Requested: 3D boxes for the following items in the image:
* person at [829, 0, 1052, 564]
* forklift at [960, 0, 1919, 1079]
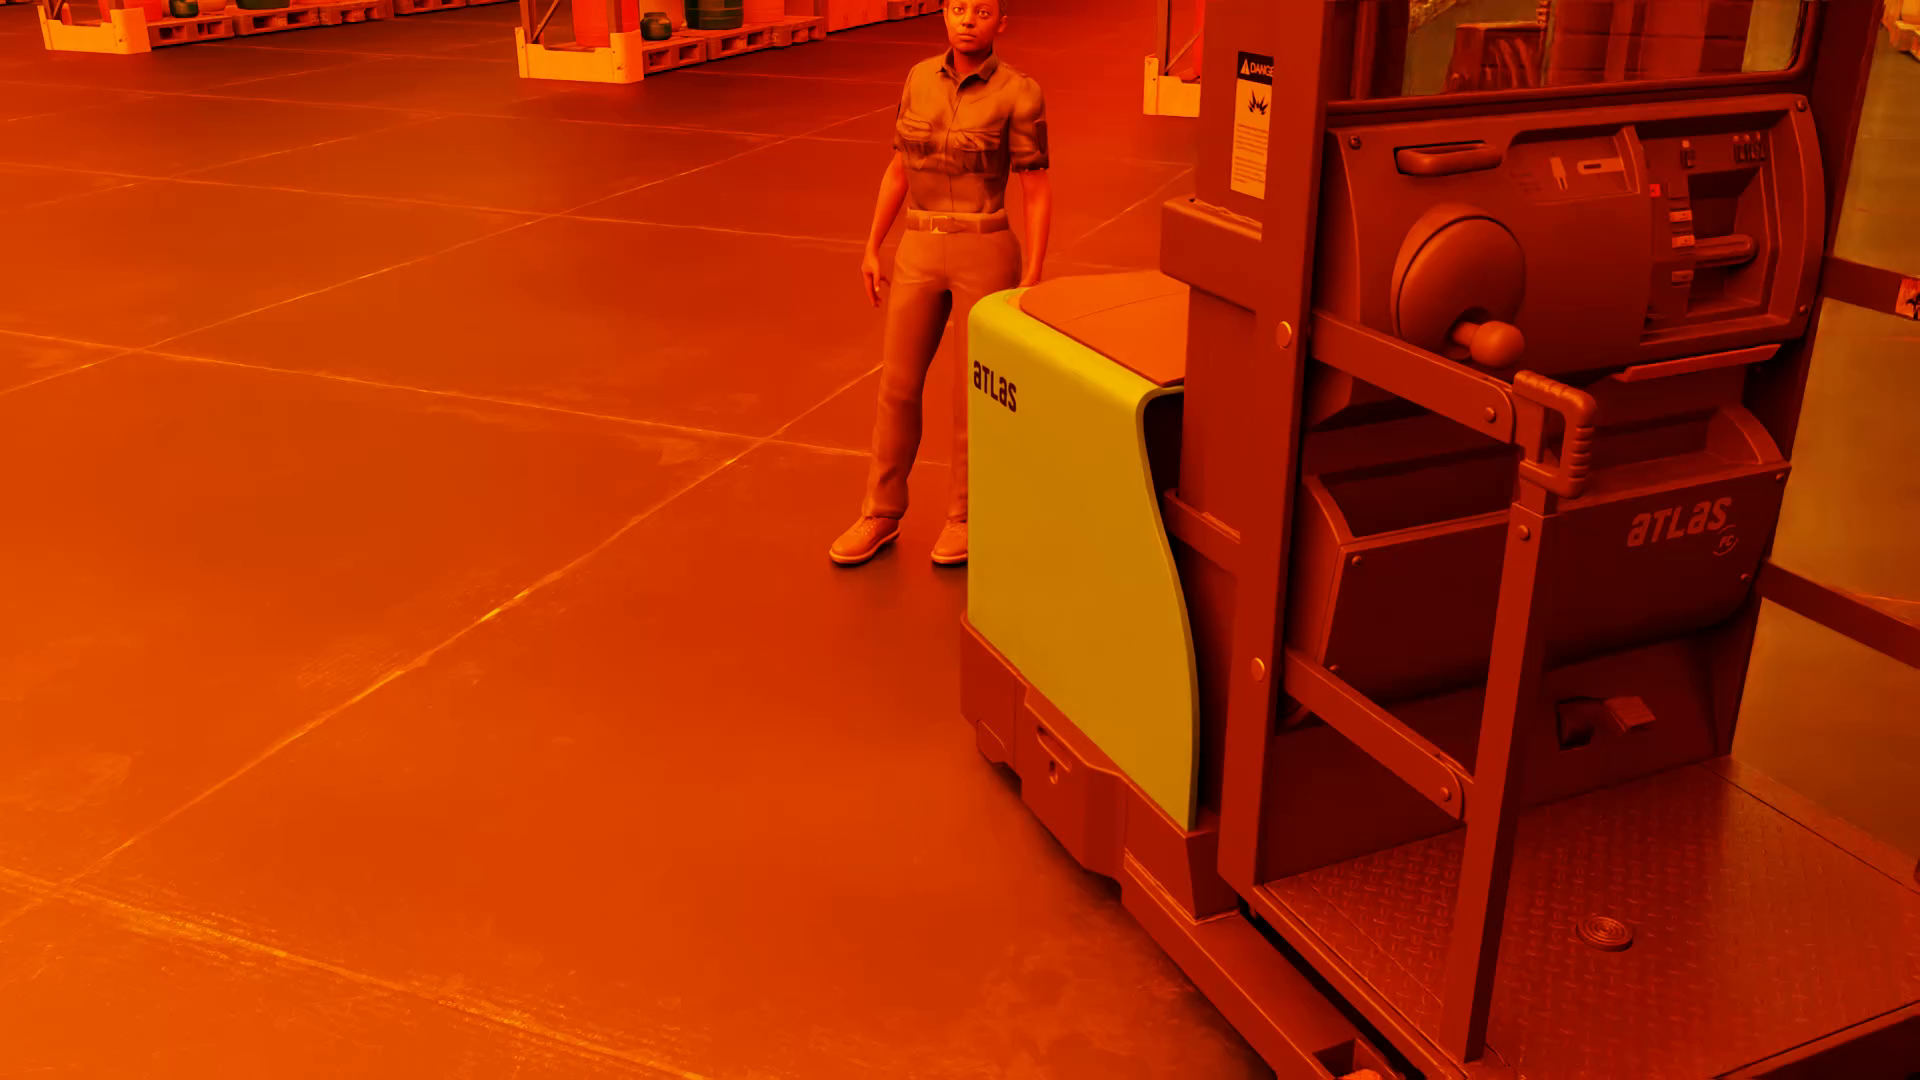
[{"bbox_3d":[-0.052,-0.736,4.705,0.569,1.644,0.503,9,24,21],"label":"person"},{"bbox_3d":[1.064,-0.455,2.382,1.130,2.935,3.031,-10,25,-22],"label":"forklift"}]
